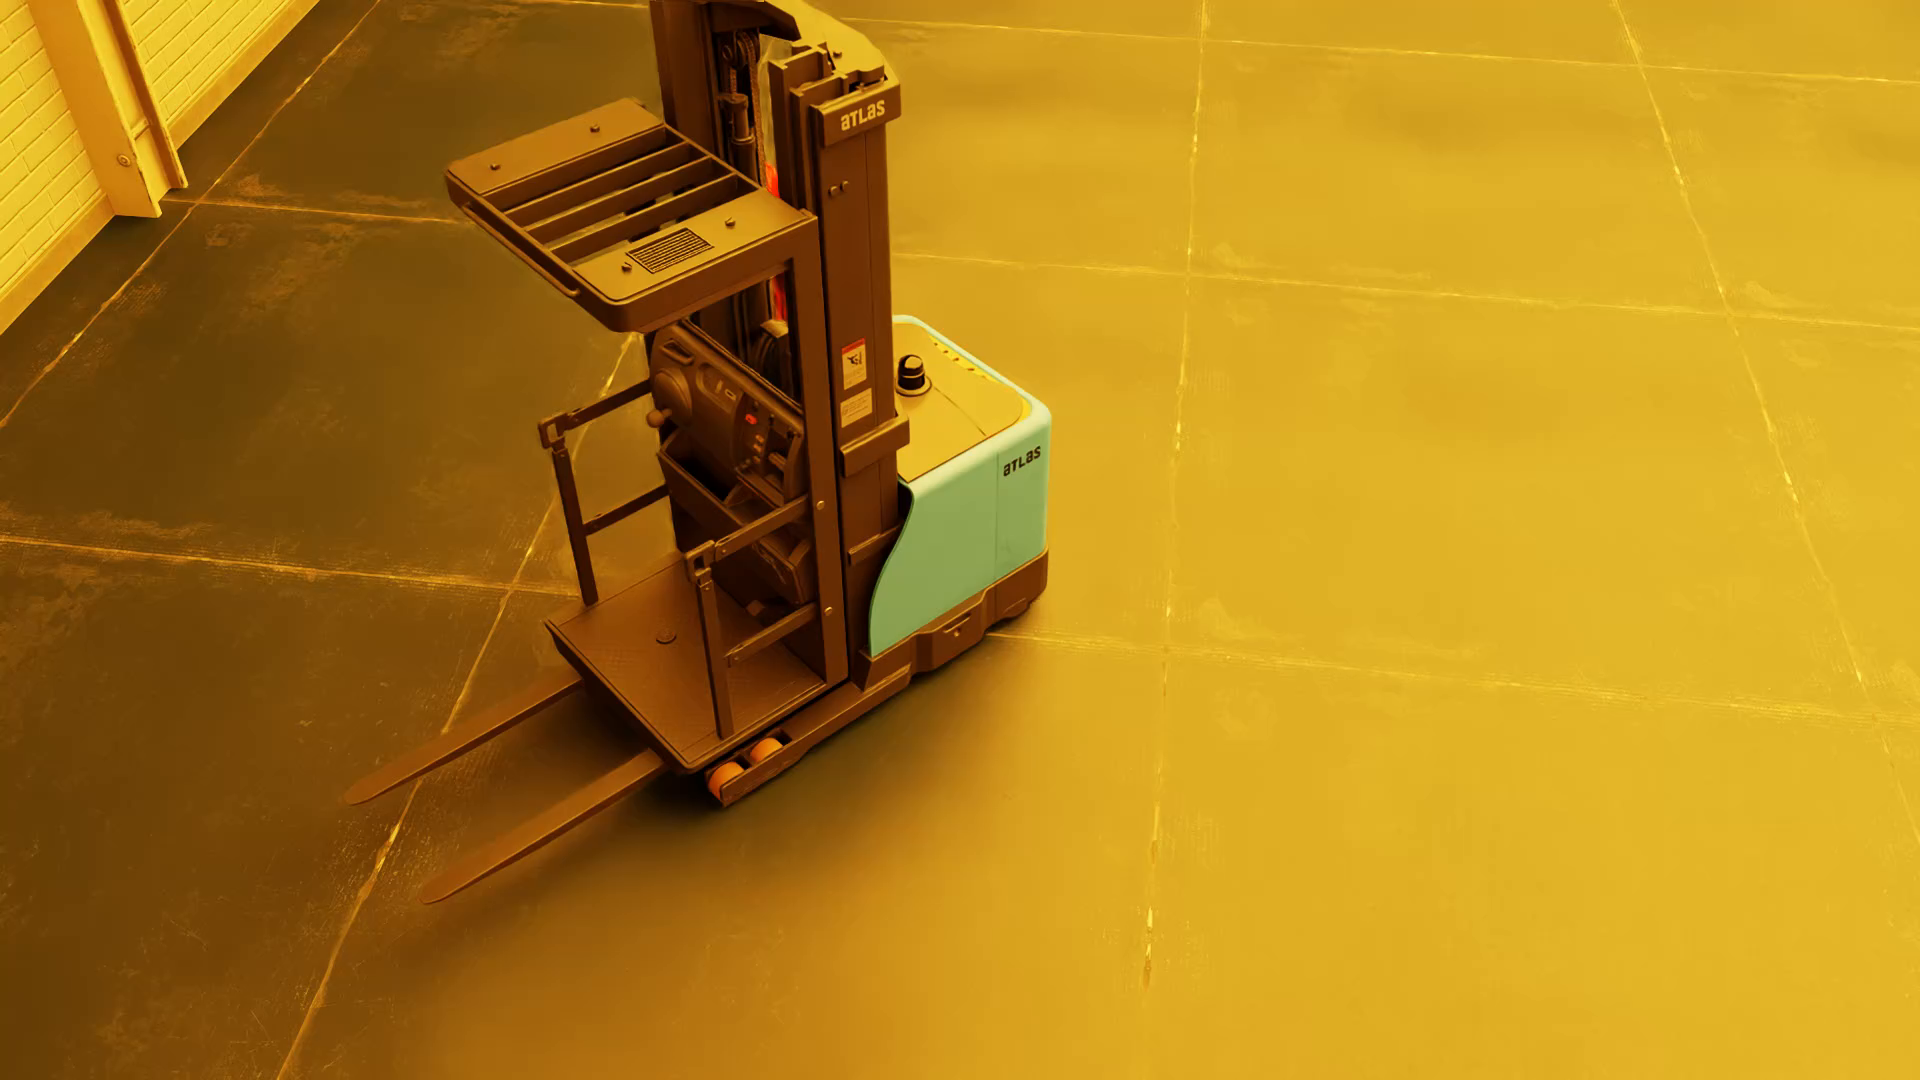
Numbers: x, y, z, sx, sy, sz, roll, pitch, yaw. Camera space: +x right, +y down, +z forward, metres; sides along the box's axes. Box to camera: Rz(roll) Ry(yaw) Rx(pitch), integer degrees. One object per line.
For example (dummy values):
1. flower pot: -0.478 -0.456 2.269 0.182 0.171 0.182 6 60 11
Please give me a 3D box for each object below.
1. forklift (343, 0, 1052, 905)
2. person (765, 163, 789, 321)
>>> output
1. forklift: -1.045 -0.419 6.181 3.031 2.935 1.130 -31 51 -29
2. person: -0.847 -1.017 7.797 0.985 1.668 0.644 15 45 16
